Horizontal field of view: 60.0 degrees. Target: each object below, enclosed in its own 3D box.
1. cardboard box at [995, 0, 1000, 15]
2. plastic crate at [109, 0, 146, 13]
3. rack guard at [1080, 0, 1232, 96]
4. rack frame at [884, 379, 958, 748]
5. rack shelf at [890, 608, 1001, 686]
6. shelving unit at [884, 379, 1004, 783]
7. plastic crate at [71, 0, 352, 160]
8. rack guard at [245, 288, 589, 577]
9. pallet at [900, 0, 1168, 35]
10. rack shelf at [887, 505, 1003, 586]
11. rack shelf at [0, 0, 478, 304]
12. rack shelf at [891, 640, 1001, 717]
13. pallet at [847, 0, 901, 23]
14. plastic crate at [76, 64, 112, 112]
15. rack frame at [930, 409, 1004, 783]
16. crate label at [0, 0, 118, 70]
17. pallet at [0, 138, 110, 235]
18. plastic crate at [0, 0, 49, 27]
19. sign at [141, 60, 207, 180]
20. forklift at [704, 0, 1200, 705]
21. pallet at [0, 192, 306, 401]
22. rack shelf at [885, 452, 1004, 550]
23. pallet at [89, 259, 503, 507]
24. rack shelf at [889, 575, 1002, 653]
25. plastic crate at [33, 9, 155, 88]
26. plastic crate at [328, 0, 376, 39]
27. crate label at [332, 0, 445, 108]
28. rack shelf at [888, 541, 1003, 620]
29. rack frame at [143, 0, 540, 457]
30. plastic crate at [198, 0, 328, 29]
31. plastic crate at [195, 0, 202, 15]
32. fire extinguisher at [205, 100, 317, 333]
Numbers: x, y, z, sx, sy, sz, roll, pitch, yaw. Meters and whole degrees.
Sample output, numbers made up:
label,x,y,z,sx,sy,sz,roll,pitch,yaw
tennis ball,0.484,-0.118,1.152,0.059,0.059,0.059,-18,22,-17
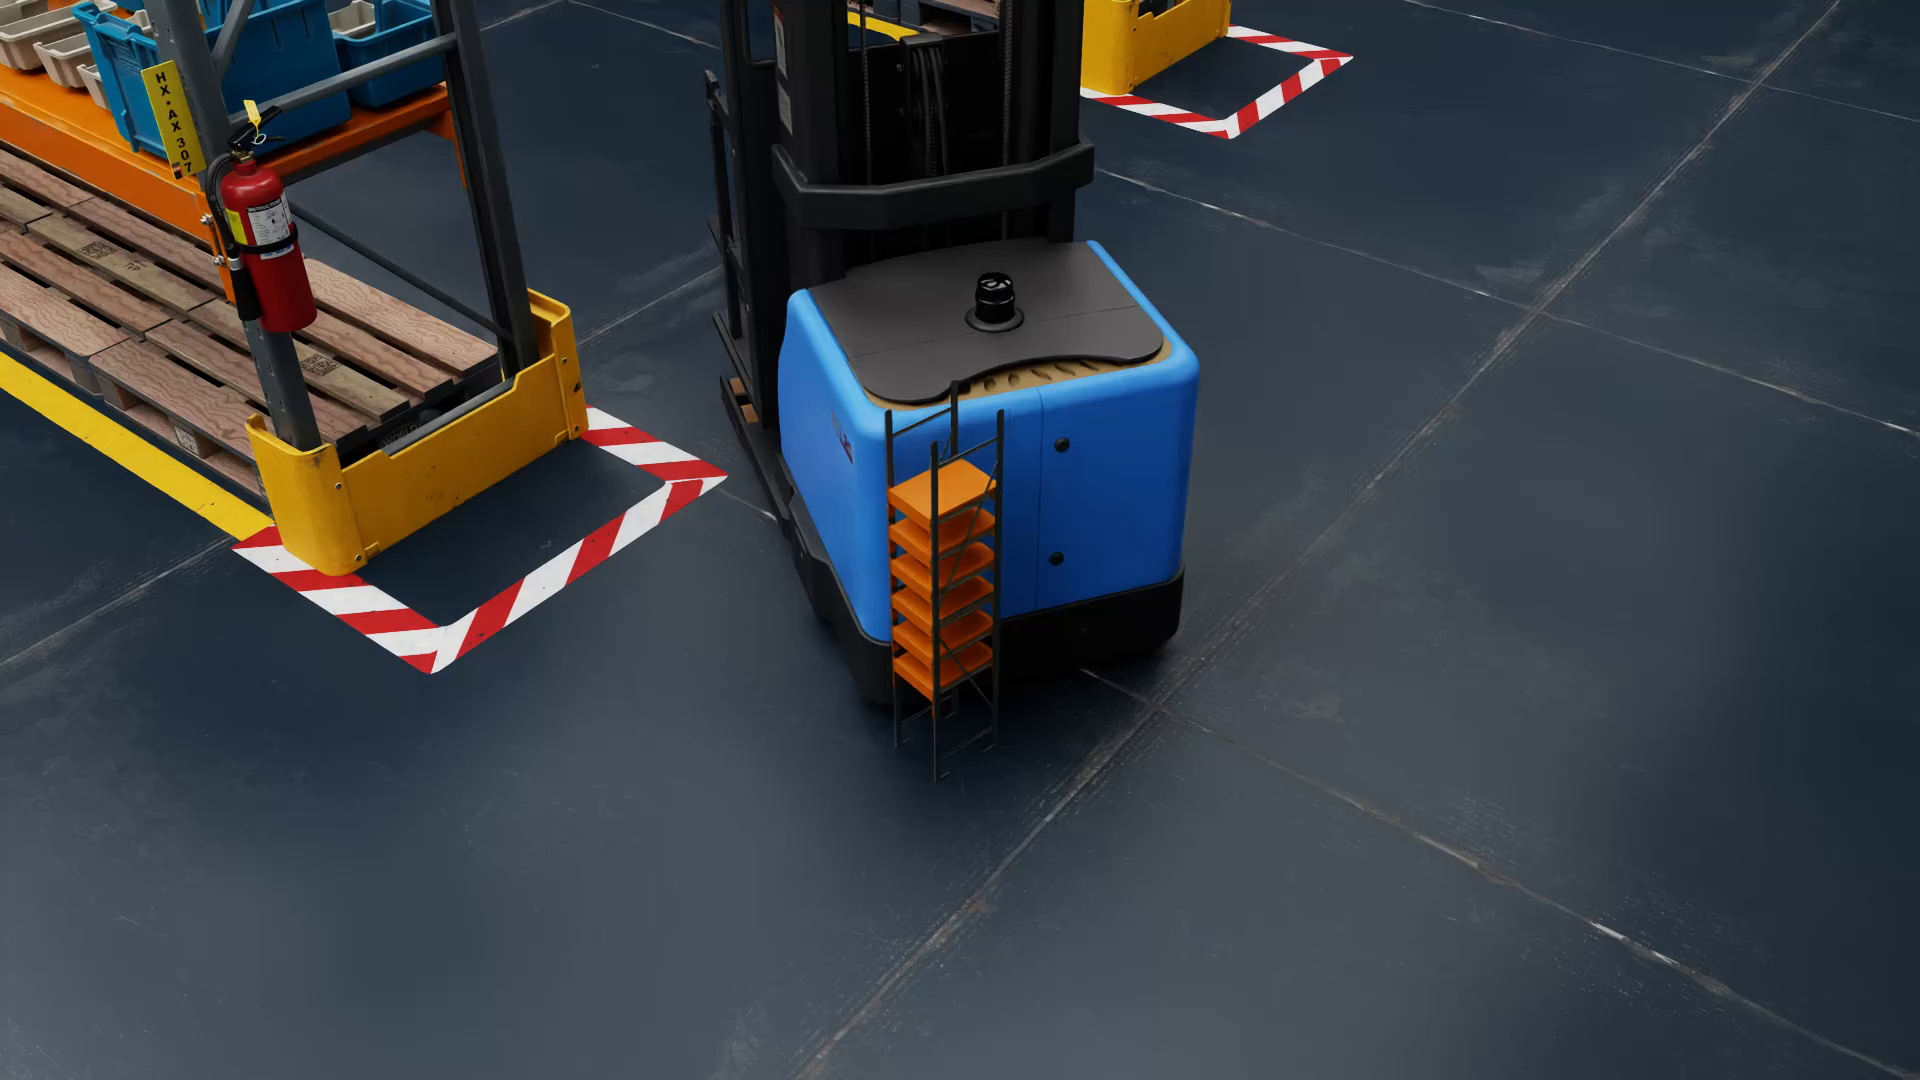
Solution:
label,x,y,z,sx,sy,sz,roll,pitch,yaw
cardboard box,0.534,-3.090,8.935,0.500,0.500,0.500,25,45,29
plastic crate,-2.938,-2.099,6.085,0.300,0.233,0.416,25,45,29
rack guard,1.056,-2.863,9.001,0.348,0.500,1.175,25,45,29
rack frame,-0.099,0.100,4.649,0.240,1.200,0.006,-27,46,-31
rack shelf,-0.040,0.273,4.695,0.258,0.103,0.180,-27,46,-31
shelving unit,-0.040,0.143,4.594,0.258,1.200,0.189,-27,46,-31
plastic crate,-2.276,-1.466,5.112,0.499,0.435,0.616,25,45,29
rack guard,-1.869,-0.407,5.865,0.348,0.500,1.175,25,45,29
pallet,0.422,-3.047,9.471,1.213,0.211,1.003,25,45,29
rack shelf,-0.040,-0.011,4.473,0.258,0.103,0.180,-27,46,-31
rack shelf,-3.485,-1.860,6.276,4.000,0.370,1.077,25,45,29
rack shelf,-0.040,0.367,4.769,0.258,0.103,0.180,-27,46,-31
pallet,-0.543,-3.504,10.055,1.213,0.211,1.003,25,45,29
plastic crate,-2.654,-1.531,5.437,0.243,0.136,0.396,25,45,29
rack frame,0.019,0.186,4.539,0.240,1.200,0.006,-27,46,-31
crate label,-3.112,-1.739,5.703,0.243,0.136,0.396,25,45,29
pallet,-4.466,-1.538,7.543,1.213,0.211,1.003,25,45,29
plastic crate,-3.358,-1.841,5.833,0.250,0.136,0.298,25,45,29
sign,-2.218,-1.183,4.696,0.005,0.325,0.100,25,45,29
forklift,-0.269,-1.570,5.378,1.130,2.935,3.031,-12,40,-15
pallet,-3.493,-1.081,6.960,1.213,0.211,1.003,25,45,29
rack shelf,-0.040,-0.105,4.399,0.258,0.103,0.180,-27,46,-31
pallet,-2.528,-0.624,6.376,1.213,0.211,1.003,25,45,29
rack shelf,-0.040,0.178,4.621,0.258,0.103,0.180,-27,46,-31
plastic crate,-2.876,-1.647,5.585,0.243,0.136,0.396,25,45,29
plastic crate,-2.097,-1.728,5.690,0.298,0.136,0.250,25,45,29
crate label,-1.892,-1.606,5.455,0.303,0.233,0.416,25,45,29
rack shelf,-0.040,0.084,4.547,0.258,0.103,0.180,-27,46,-31
rack frame,-1.896,-1.394,5.098,0.127,3.000,1.000,25,45,29
plastic crate,-2.415,-1.852,5.770,0.300,0.233,0.416,25,45,29
plastic crate,-2.636,-1.983,6.014,0.298,0.136,0.250,25,45,29
fire extinguisher,-2.053,-0.938,4.880,0.183,0.674,0.296,25,45,29
